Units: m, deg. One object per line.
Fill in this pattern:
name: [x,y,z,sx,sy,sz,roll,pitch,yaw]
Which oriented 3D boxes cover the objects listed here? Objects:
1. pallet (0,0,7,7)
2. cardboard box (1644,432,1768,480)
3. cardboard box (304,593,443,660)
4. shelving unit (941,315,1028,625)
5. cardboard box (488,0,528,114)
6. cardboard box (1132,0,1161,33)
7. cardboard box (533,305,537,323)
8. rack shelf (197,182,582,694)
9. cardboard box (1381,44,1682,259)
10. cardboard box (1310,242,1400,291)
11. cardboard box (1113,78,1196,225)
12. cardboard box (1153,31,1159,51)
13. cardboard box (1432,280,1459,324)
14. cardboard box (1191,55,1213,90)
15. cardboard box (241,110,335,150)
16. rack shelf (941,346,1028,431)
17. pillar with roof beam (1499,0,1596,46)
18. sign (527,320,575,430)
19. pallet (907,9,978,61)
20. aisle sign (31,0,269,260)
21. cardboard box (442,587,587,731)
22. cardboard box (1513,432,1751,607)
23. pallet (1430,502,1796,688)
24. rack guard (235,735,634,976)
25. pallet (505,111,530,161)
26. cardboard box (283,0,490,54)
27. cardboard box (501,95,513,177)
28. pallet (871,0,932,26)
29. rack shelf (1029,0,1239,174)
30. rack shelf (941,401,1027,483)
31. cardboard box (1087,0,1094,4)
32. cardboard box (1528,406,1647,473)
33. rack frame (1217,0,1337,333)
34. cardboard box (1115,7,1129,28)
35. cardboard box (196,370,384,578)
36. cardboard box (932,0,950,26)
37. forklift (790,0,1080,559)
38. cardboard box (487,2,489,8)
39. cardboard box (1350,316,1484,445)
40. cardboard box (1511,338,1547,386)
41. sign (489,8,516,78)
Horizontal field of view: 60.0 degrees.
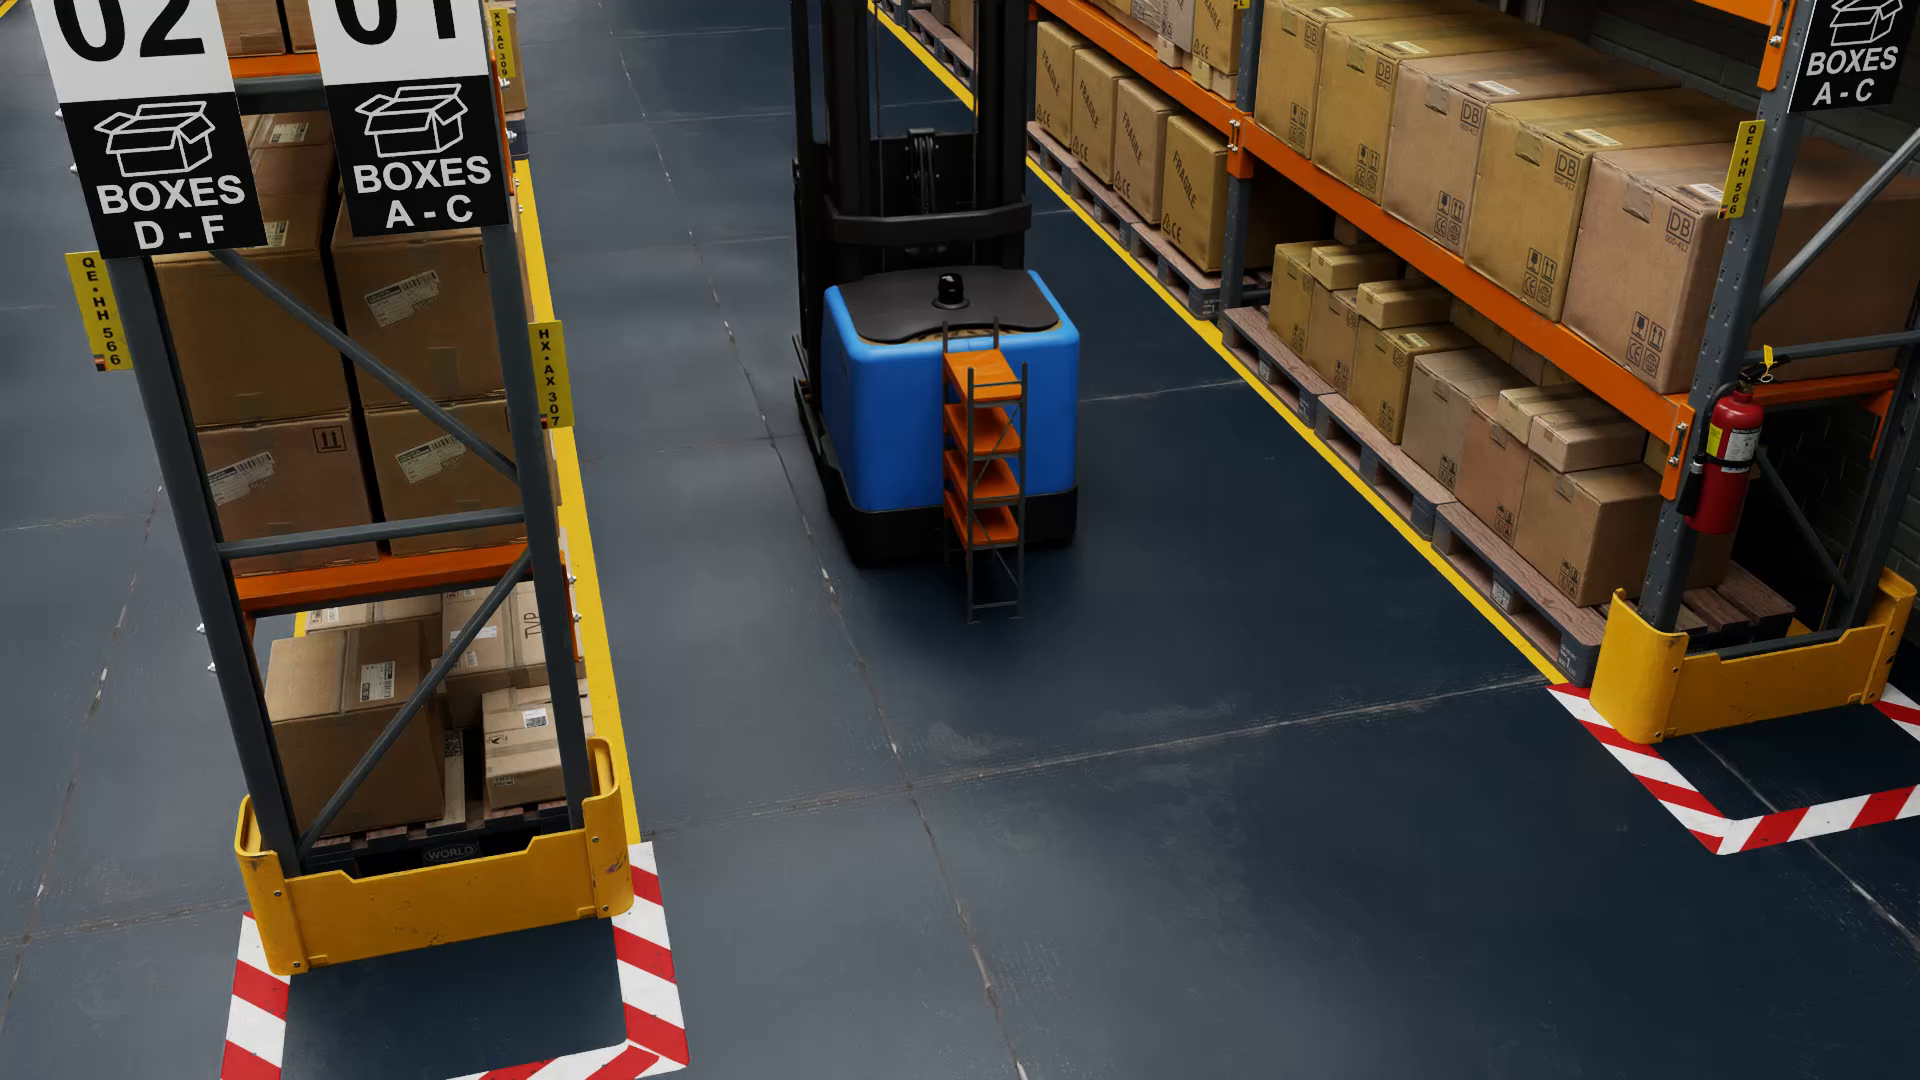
pallet: [-10.426,-5.457,16.966,1.003,0.211,1.213,-8,31,-13]
cardboard box: [3.040,-0.348,6.786,0.380,0.149,0.250,-8,31,-13]
cardboard box: [-2.284,0.291,6.559,0.500,0.250,0.500,-8,31,-13]
shelving unit: [0.097,-0.290,7.053,0.258,1.200,0.503,-6,31,-11]
cardboard box: [-2.651,-2.432,8.438,0.700,0.500,0.500,-19,35,-30]
cardboard box: [1.399,-3.467,10.330,0.500,0.500,0.500,-8,31,-13]
cardboard box: [-2.316,-0.819,8.227,0.500,0.500,0.500,-8,31,-13]
rack shelf: [-2.210,-0.671,6.633,1.077,0.370,4.000,-8,31,-13]
cardboard box: [2.554,-1.771,7.515,0.980,0.700,0.700,-9,31,-16]
cardboard box: [2.049,-1.425,8.646,0.380,0.149,0.250,-7,31,-12]
cardboard box: [1.498,-2.585,10.949,0.750,0.750,0.750,-7,31,-12]
cardboard box: [1.429,-3.131,10.395,0.380,0.149,0.250,-8,31,-13]
cardboard box: [2.566,-1.207,8.270,0.380,0.149,0.250,-8,31,-13]
cardboard box: [1.582,-2.753,9.742,0.380,0.149,0.250,-7,31,-12]
cardboard box: [-2.339,-1.164,5.669,0.500,0.500,0.500,-7,31,-12]
rack shelf: [0.097,-0.630,6.856,0.258,0.148,0.480,-6,31,-11]
pillar with roof beam: [-1.096,-4.409,6.385,9.100,9.000,0.400,-8,31,-13]
sign: [-1.156,-0.463,4.691,0.100,0.325,0.005,-8,31,-13]
pallet: [0.119,-4.890,15.987,1.003,0.211,1.213,-8,31,-13]
aisle sign: [-1.956,-1.068,4.005,0.394,0.787,0.004,-8,31,-13]
cardboard box: [-1.682,0.442,6.298,0.500,0.250,0.500,-8,31,-13]
cardboard box: [2.814,-0.101,7.007,0.700,0.500,0.500,-8,31,-13]
pallet: [2.809,0.155,7.272,1.003,0.211,1.213,-8,31,-13]
rack guard: [-1.699,1.029,5.473,1.175,0.500,0.348,-8,31,-13]
pallet: [-2.847,-2.265,8.861,1.003,0.211,1.213,-8,31,-13]
cardboard box: [-1.570,-1.531,4.557,0.500,0.250,0.500,-8,31,-13]
cardboard box: [-1.816,-1.235,5.792,0.500,0.500,0.500,-7,31,-13]
pallet: [-0.301,-5.585,17.189,1.003,0.211,1.213,-8,31,-13]
rack shelf: [1.504,-3.263,11.111,1.077,0.370,4.000,-8,31,-13]
rack shelf: [0.097,-0.425,6.974,0.258,0.148,0.480,-6,31,-11]
cardboard box: [1.070,-3.883,11.695,0.380,0.149,0.250,-8,31,-14]
cardboard box: [2.604,-0.420,6.909,0.380,0.149,0.250,-8,31,-14]
rack frame: [2.035,-2.608,9.262,1.000,3.000,0.127,-8,31,-13]
cardboard box: [1.255,-3.511,11.053,0.380,0.149,0.250,-8,31,-13]
cardboard box: [-2.060,-0.239,5.070,0.500,0.500,0.500,-7,31,-12]
cardboard box: [0.123,-5.228,15.843,0.700,0.500,0.500,-7,31,-12]
forklift: [-0.277,-1.907,8.120,1.130,2.935,3.031,-6,31,-11]
cardboard box: [-2.357,-2.214,7.483,0.500,0.500,0.500,-8,31,-13]
cardboard box: [2.398,-0.842,8.287,0.700,0.500,0.500,-7,31,-12]
cardboard box: [2.771,-0.836,7.629,0.380,0.149,0.250,-7,31,-13]
sign: [-2.219,-2.399,8.035,0.100,0.325,0.005,-8,31,-13]
